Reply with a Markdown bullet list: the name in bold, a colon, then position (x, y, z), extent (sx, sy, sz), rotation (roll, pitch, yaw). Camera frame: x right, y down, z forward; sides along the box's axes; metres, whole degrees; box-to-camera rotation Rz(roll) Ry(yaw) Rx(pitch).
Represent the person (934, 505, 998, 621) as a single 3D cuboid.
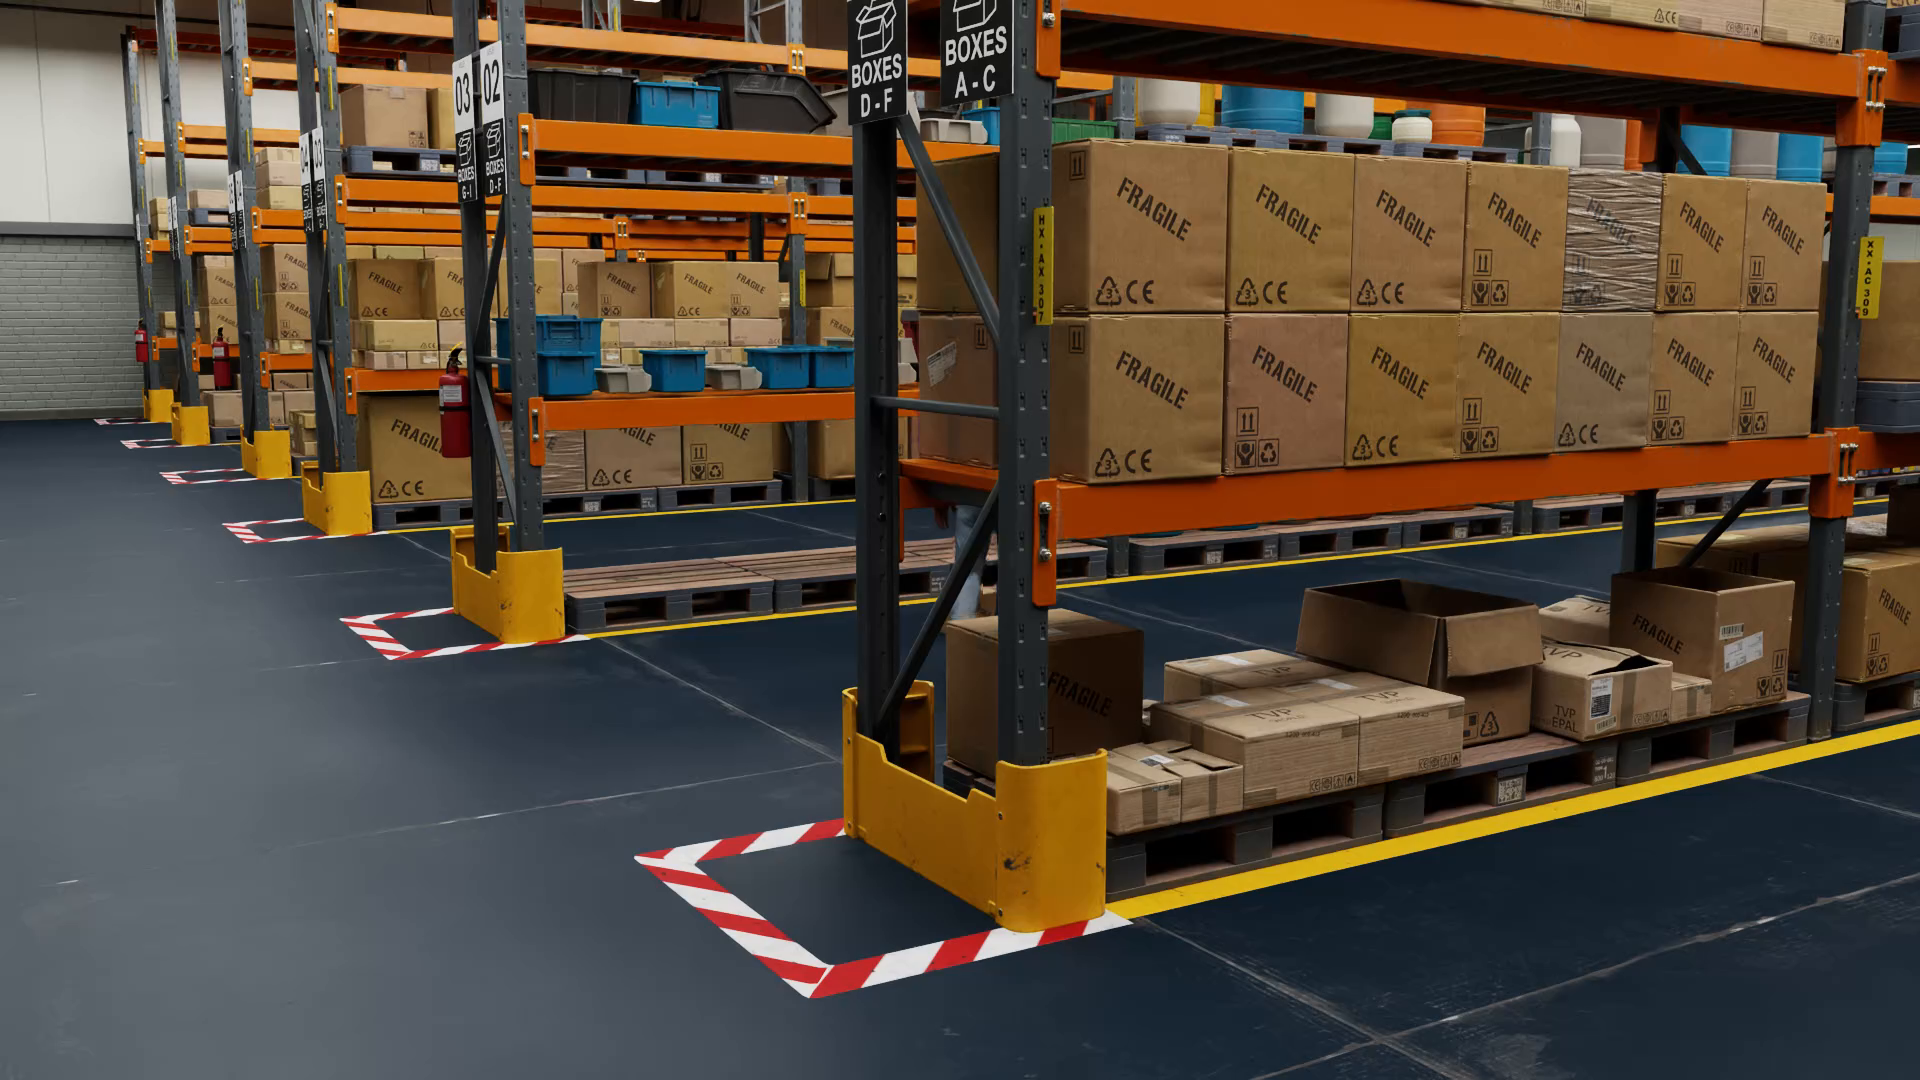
- **person**: position (0.156, -0.208, 8.246), extent (0.608, 1.741, 0.947), rotation (1, 8, 10)
